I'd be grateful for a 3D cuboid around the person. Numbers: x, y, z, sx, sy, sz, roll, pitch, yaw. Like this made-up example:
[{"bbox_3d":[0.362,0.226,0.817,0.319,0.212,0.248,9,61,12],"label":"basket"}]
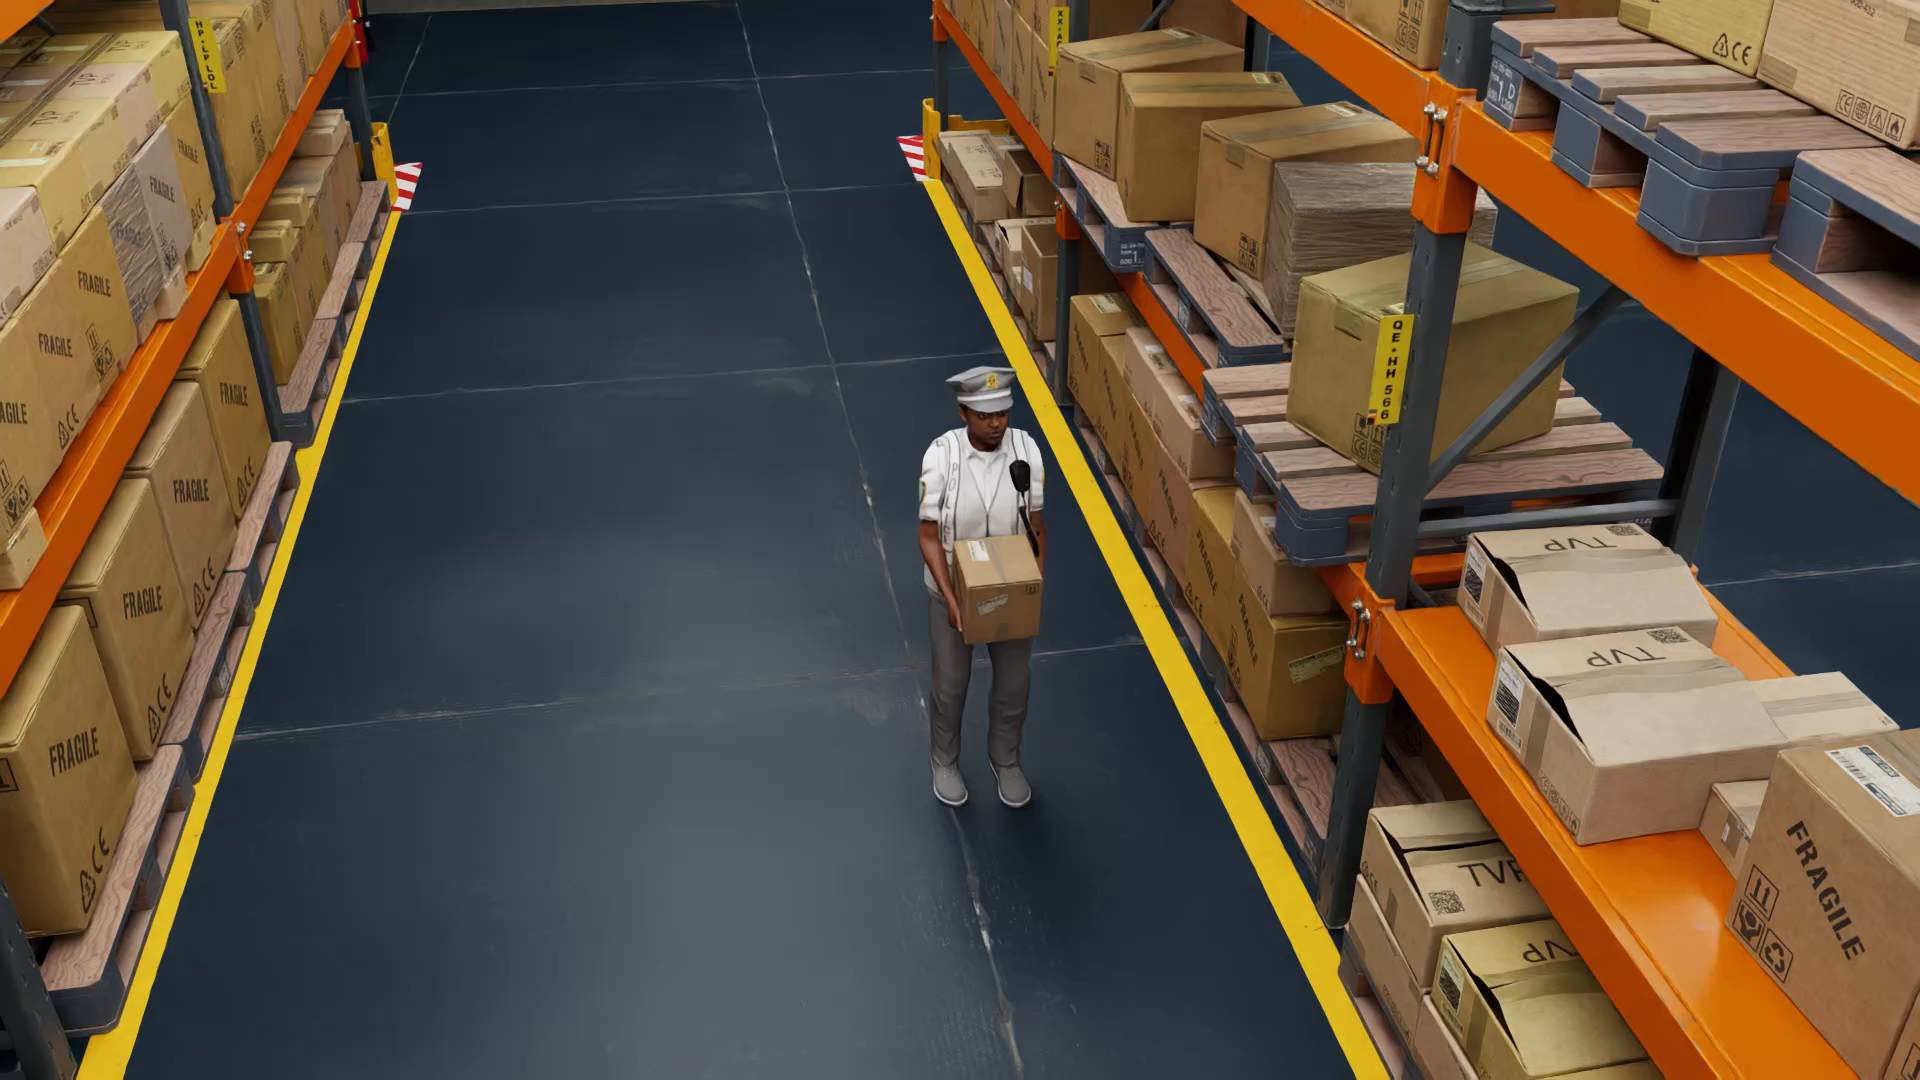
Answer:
[{"bbox_3d":[0.086,0.202,5.773,0.450,1.690,0.514,-6,31,-9],"label":"person"}]
